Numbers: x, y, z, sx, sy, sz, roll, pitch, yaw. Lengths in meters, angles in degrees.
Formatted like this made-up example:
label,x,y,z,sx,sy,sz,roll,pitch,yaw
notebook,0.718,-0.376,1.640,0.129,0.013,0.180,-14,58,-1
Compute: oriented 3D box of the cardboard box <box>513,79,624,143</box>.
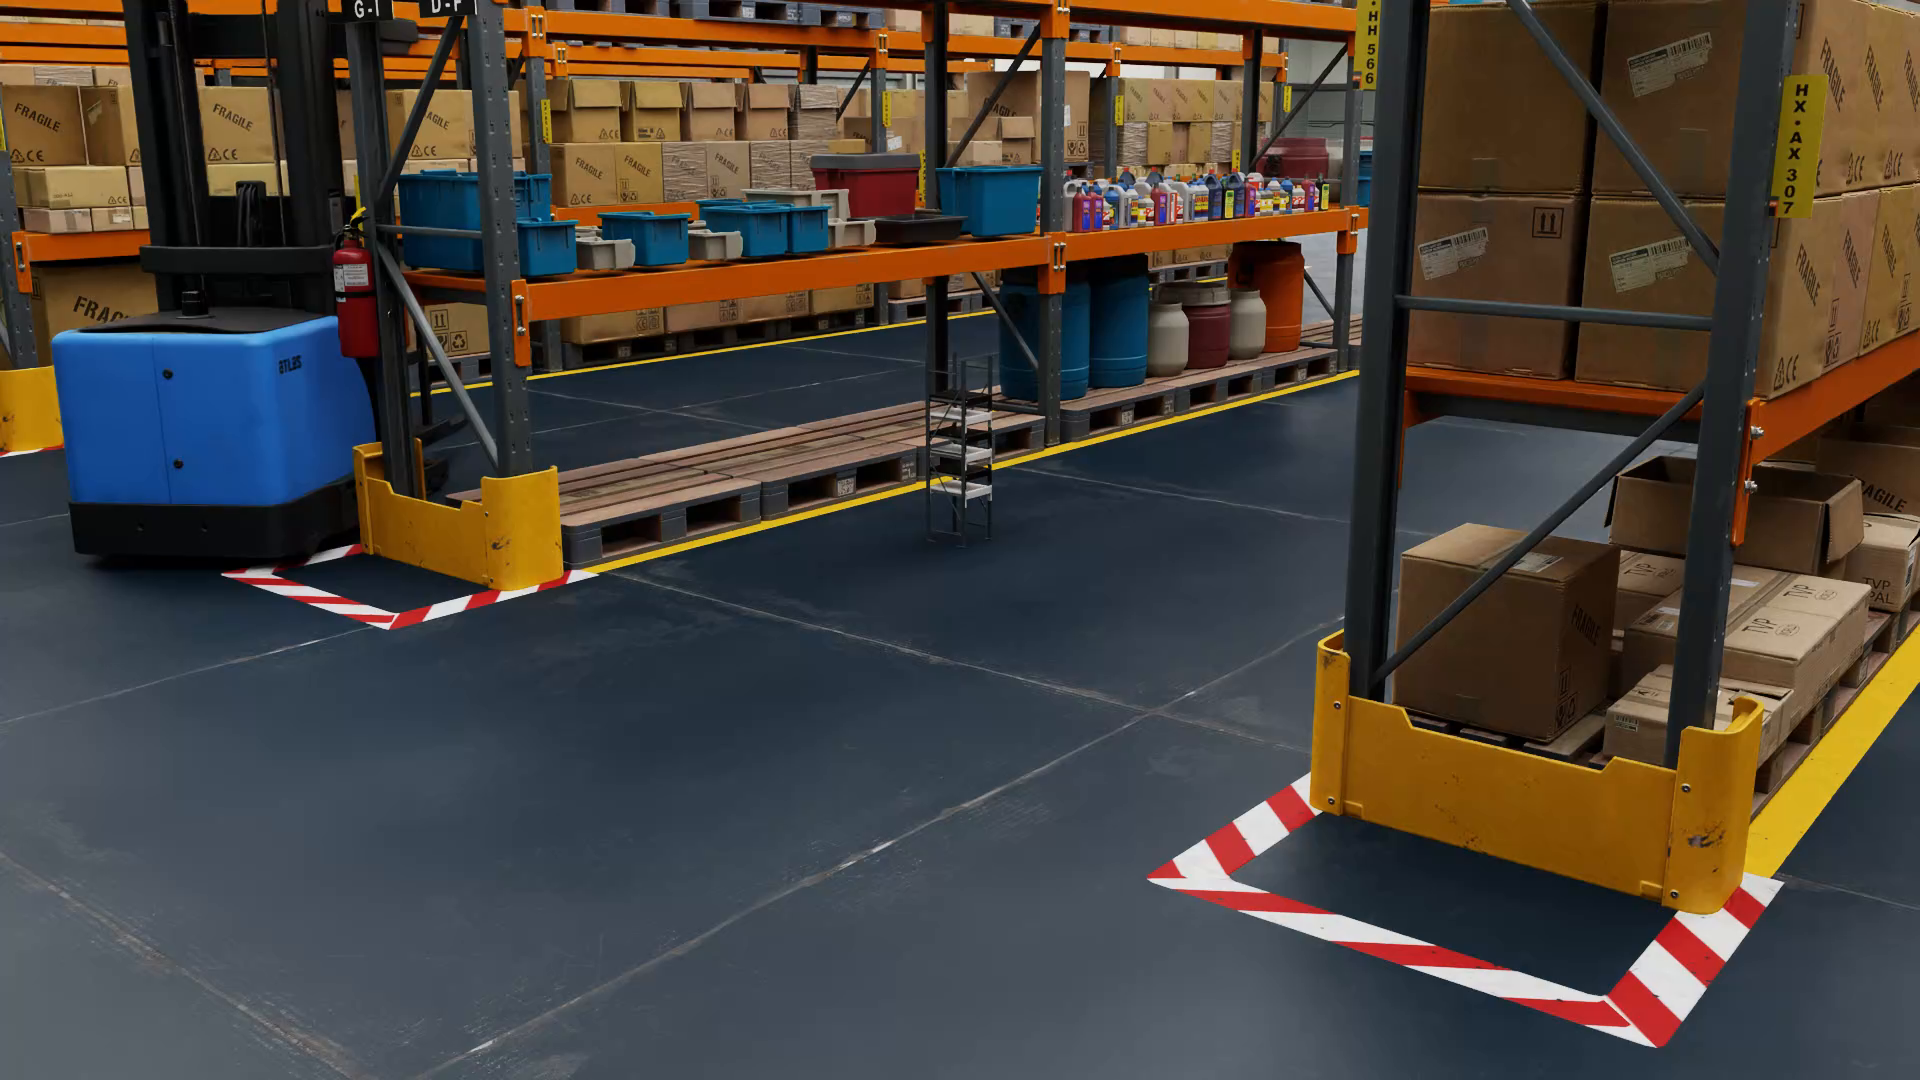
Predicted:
label,x,y,z,sx,sy,sz,roll,pitch,yaw
cardboard box,-3.254,-3.544,13.740,0.797,0.503,0.637,11,18,36

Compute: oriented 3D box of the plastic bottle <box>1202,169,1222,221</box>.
label,x,y,z,sx,sy,sz,roll,pitch,yaw
plastic bottle,1.744,-2.414,11.633,0.144,0.351,0.185,11,18,38

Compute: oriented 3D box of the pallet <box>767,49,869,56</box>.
label,x,y,z,sx,sy,sz,roll,pitch,yaw
pallet,-1.893,-6.770,22.770,1.003,0.211,1.213,11,18,38

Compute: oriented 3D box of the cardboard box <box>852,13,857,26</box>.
label,x,y,z,sx,sy,sz,roll,pitch,yaw
cardboard box,-1.027,-5.162,16.562,0.500,0.250,0.500,11,18,38

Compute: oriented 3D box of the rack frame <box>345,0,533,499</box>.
label,x,y,z,sx,sy,sz,roll,pitch,yaw
rack frame,-2.311,-1.353,7.357,1.000,3.000,0.127,11,18,38

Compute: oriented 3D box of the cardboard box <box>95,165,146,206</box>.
label,x,y,z,sx,sy,sz,roll,pitch,yaw
cardboard box,-5.330,-2.342,10.949,0.500,0.250,0.500,11,18,37

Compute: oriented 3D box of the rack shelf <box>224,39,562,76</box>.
label,x,y,z,sx,sy,sz,roll,pitch,yaw
rack shelf,-6.187,-5.161,17.714,1.077,0.370,4.000,11,18,38

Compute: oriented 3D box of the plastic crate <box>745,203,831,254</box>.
label,x,y,z,sx,sy,sz,roll,pitch,yaw
plastic crate,-0.884,-1.607,8.574,0.416,0.233,0.300,11,18,38

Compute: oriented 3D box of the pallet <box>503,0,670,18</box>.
label,x,y,z,sx,sy,sz,roll,pitch,yaw
pallet,-3.112,-4.430,13.765,0.805,0.209,1.217,10,18,35

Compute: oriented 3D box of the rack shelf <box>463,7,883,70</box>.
label,x,y,z,sx,sy,sz,roll,pitch,yaw
rack shelf,-2.392,-4.374,14.616,1.077,0.370,4.000,11,18,38

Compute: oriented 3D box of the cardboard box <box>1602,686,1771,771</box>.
label,x,y,z,sx,sy,sz,roll,pitch,yaw
cardboard box,2.070,0.556,4.740,0.380,0.149,0.250,11,18,38

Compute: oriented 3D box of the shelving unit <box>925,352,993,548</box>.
label,x,y,z,sx,sy,sz,roll,pitch,yaw
shelving unit,-0.005,-0.435,8.006,0.258,0.900,0.210,11,18,38

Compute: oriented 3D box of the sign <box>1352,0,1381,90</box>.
label,x,y,z,sx,sy,sz,roll,pitch,yaw
sign,1.120,-1.390,4.508,0.100,0.325,0.005,11,18,38

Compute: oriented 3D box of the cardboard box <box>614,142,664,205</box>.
label,x,y,z,sx,sy,sz,roll,pitch,yaw
cardboard box,-2.851,-3.080,13.951,0.500,0.500,0.500,11,18,38

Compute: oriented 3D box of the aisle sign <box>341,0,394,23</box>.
label,x,y,z,sx,sy,sz,roll,pitch,yaw
aisle sign,-2.584,-2.645,7.161,0.394,0.787,0.004,11,18,38

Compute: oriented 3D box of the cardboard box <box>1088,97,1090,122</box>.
label,x,y,z,sx,sy,sz,roll,pitch,yaw
cardboard box,1.447,-5.224,19.755,0.500,0.500,0.500,11,18,38

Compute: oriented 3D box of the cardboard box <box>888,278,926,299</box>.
label,x,y,z,sx,sy,sz,roll,pitch,yaw
cardboard box,-0.730,-2.785,17.176,0.700,0.500,0.500,10,17,35

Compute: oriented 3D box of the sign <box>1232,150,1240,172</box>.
label,x,y,z,sx,sy,sz,roll,pitch,yaw
sign,2.285,-3.048,13.697,0.100,0.325,0.005,11,18,38

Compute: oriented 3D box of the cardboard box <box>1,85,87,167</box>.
label,x,y,z,sx,sy,sz,roll,pitch,yaw
cardboard box,-6.062,-2.688,10.791,0.500,0.500,0.500,12,18,38

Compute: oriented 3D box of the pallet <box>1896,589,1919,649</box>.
label,x,y,z,sx,sy,sz,roll,pitch,yaw
pallet,3.621,0.131,7.178,1.003,0.211,1.213,11,18,38

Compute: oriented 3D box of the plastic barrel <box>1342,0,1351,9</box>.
label,x,y,z,sx,sy,sz,roll,pitch,yaw
plastic barrel,3.151,-4.405,13.052,0.421,0.512,0.421,0,14,0

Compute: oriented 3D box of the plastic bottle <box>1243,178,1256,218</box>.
label,x,y,z,sx,sy,sz,roll,pitch,yaw
plastic bottle,2.076,-2.466,11.976,0.061,0.283,0.133,11,18,38

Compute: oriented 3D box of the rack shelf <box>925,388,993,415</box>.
label,x,y,z,sx,sy,sz,roll,pitch,yaw
rack shelf,-0.005,-0.664,7.948,0.258,0.077,0.200,11,18,38

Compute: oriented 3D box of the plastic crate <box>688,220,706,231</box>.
label,x,y,z,sx,sy,sz,roll,pitch,yaw
plastic crate,-1.418,-1.608,8.776,0.298,0.136,0.250,11,18,38

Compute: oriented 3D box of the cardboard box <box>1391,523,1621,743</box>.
label,x,y,z,sx,sy,sz,roll,pitch,yaw
cardboard box,1.690,0.270,5.150,0.500,0.500,0.500,11,18,38

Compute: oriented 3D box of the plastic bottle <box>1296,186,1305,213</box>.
label,x,y,z,sx,sy,sz,roll,pitch,yaw
plastic bottle,2.563,-2.582,12.598,0.097,0.201,0.097,0,14,0

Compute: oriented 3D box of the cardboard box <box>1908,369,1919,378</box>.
label,x,y,z,sx,sy,sz,roll,pitch,yaw
cardboard box,5.175,-0.963,8.483,0.500,0.250,0.500,11,18,38

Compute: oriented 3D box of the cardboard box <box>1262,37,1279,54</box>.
label,x,y,z,sx,sy,sz,roll,pitch,yaw
cardboard box,3.787,-6.433,21.567,0.500,0.250,0.500,12,18,39

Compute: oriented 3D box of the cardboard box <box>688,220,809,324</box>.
label,x,y,z,sx,sy,sz,roll,pitch,yaw
cardboard box,-2.152,-2.527,15.440,1.225,0.875,0.875,11,18,38

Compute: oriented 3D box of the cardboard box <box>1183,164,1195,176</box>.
label,x,y,z,sx,sy,sz,roll,pitch,yaw
cardboard box,2.680,-4.580,20.569,0.380,0.149,0.250,11,18,38

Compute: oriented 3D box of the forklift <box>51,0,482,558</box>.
label,x,y,z,sx,sy,sz,roll,pitch,yaw
forklift,-3.438,-1.648,8.658,1.130,2.935,3.031,1,14,4

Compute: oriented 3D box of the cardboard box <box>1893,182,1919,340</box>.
label,x,y,z,sx,sy,sz,roll,pitch,yaw
cardboard box,2.977,-0.969,5.643,0.500,0.500,0.500,12,18,38

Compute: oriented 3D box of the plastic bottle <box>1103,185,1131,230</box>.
label,x,y,z,sx,sy,sz,roll,pitch,yaw
plastic bottle,1.020,-2.159,10.780,0.152,0.276,0.135,11,18,38

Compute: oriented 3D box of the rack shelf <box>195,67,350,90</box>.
label,x,y,z,sx,sy,sz,roll,pitch,yaw
rack shelf,-11.449,-7.441,26.689,1.077,0.370,4.000,11,18,38

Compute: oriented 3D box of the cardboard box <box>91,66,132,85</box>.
label,x,y,z,sx,sy,sz,roll,pitch,yaw
cardboard box,-7.850,-4.118,15.403,0.500,0.500,0.500,11,18,36

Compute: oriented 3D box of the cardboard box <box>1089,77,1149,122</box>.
label,x,y,z,sx,sy,sz,roll,pitch,yaw
cardboard box,1.859,-5.142,19.433,0.500,0.500,0.500,11,18,38

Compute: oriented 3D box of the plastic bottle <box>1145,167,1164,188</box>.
label,x,y,z,sx,sy,sz,roll,pitch,yaw
plastic bottle,1.421,-2.535,12.110,0.144,0.351,0.185,11,18,38

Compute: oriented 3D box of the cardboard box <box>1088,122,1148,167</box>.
label,x,y,z,sx,sy,sz,roll,pitch,yaw
cardboard box,1.710,-4.687,19.673,0.875,0.500,0.500,11,18,38

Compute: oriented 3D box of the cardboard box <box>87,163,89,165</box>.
label,x,y,z,sx,sy,sz,roll,pitch,yaw
cardboard box,-5.746,-2.422,11.265,0.500,0.250,0.500,11,18,37

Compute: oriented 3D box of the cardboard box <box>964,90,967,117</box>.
label,x,y,z,sx,sy,sz,roll,pitch,yaw
cardboard box,-0.165,-6.502,25.126,0.875,0.550,0.550,11,18,38

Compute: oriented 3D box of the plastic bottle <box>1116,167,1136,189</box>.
label,x,y,z,sx,sy,sz,roll,pitch,yaw
plastic bottle,1.219,-2.533,12.101,0.144,0.351,0.185,11,18,38

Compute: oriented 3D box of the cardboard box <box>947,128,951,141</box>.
label,x,y,z,sx,sy,sz,roll,pitch,yaw
cardboard box,-0.428,-5.856,24.780,0.875,0.550,0.550,11,18,38

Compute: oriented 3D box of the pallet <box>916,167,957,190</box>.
label,x,y,z,sx,sy,sz,roll,pitch,yaw
pallet,-0.770,-3.712,17.031,1.213,0.211,1.003,11,18,38

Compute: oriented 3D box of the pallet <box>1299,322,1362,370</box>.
label,x,y,z,sx,sy,sz,roll,pitch,yaw
pallet,3.234,-1.676,14.291,1.003,0.211,1.213,11,18,38

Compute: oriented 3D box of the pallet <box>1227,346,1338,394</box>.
label,x,y,z,sx,sy,sz,roll,pitch,yaw
pallet,2.254,-1.376,13.111,1.003,0.211,1.213,11,18,38

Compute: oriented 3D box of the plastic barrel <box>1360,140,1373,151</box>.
label,x,y,z,sx,sy,sz,roll,pitch,yaw
plastic barrel,3.462,-3.250,14.597,0.421,0.512,0.421,0,14,0

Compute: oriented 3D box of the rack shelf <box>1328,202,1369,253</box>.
label,x,y,z,sx,sy,sz,roll,pitch,yaw
rack shelf,3.974,-2.919,14.984,1.077,0.370,4.000,11,18,38

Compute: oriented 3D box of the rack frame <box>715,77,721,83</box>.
label,x,y,z,sx,sy,sz,roll,pitch,yaw
rack frame,-3.815,-6.717,28.473,1.000,3.000,0.127,11,18,38
